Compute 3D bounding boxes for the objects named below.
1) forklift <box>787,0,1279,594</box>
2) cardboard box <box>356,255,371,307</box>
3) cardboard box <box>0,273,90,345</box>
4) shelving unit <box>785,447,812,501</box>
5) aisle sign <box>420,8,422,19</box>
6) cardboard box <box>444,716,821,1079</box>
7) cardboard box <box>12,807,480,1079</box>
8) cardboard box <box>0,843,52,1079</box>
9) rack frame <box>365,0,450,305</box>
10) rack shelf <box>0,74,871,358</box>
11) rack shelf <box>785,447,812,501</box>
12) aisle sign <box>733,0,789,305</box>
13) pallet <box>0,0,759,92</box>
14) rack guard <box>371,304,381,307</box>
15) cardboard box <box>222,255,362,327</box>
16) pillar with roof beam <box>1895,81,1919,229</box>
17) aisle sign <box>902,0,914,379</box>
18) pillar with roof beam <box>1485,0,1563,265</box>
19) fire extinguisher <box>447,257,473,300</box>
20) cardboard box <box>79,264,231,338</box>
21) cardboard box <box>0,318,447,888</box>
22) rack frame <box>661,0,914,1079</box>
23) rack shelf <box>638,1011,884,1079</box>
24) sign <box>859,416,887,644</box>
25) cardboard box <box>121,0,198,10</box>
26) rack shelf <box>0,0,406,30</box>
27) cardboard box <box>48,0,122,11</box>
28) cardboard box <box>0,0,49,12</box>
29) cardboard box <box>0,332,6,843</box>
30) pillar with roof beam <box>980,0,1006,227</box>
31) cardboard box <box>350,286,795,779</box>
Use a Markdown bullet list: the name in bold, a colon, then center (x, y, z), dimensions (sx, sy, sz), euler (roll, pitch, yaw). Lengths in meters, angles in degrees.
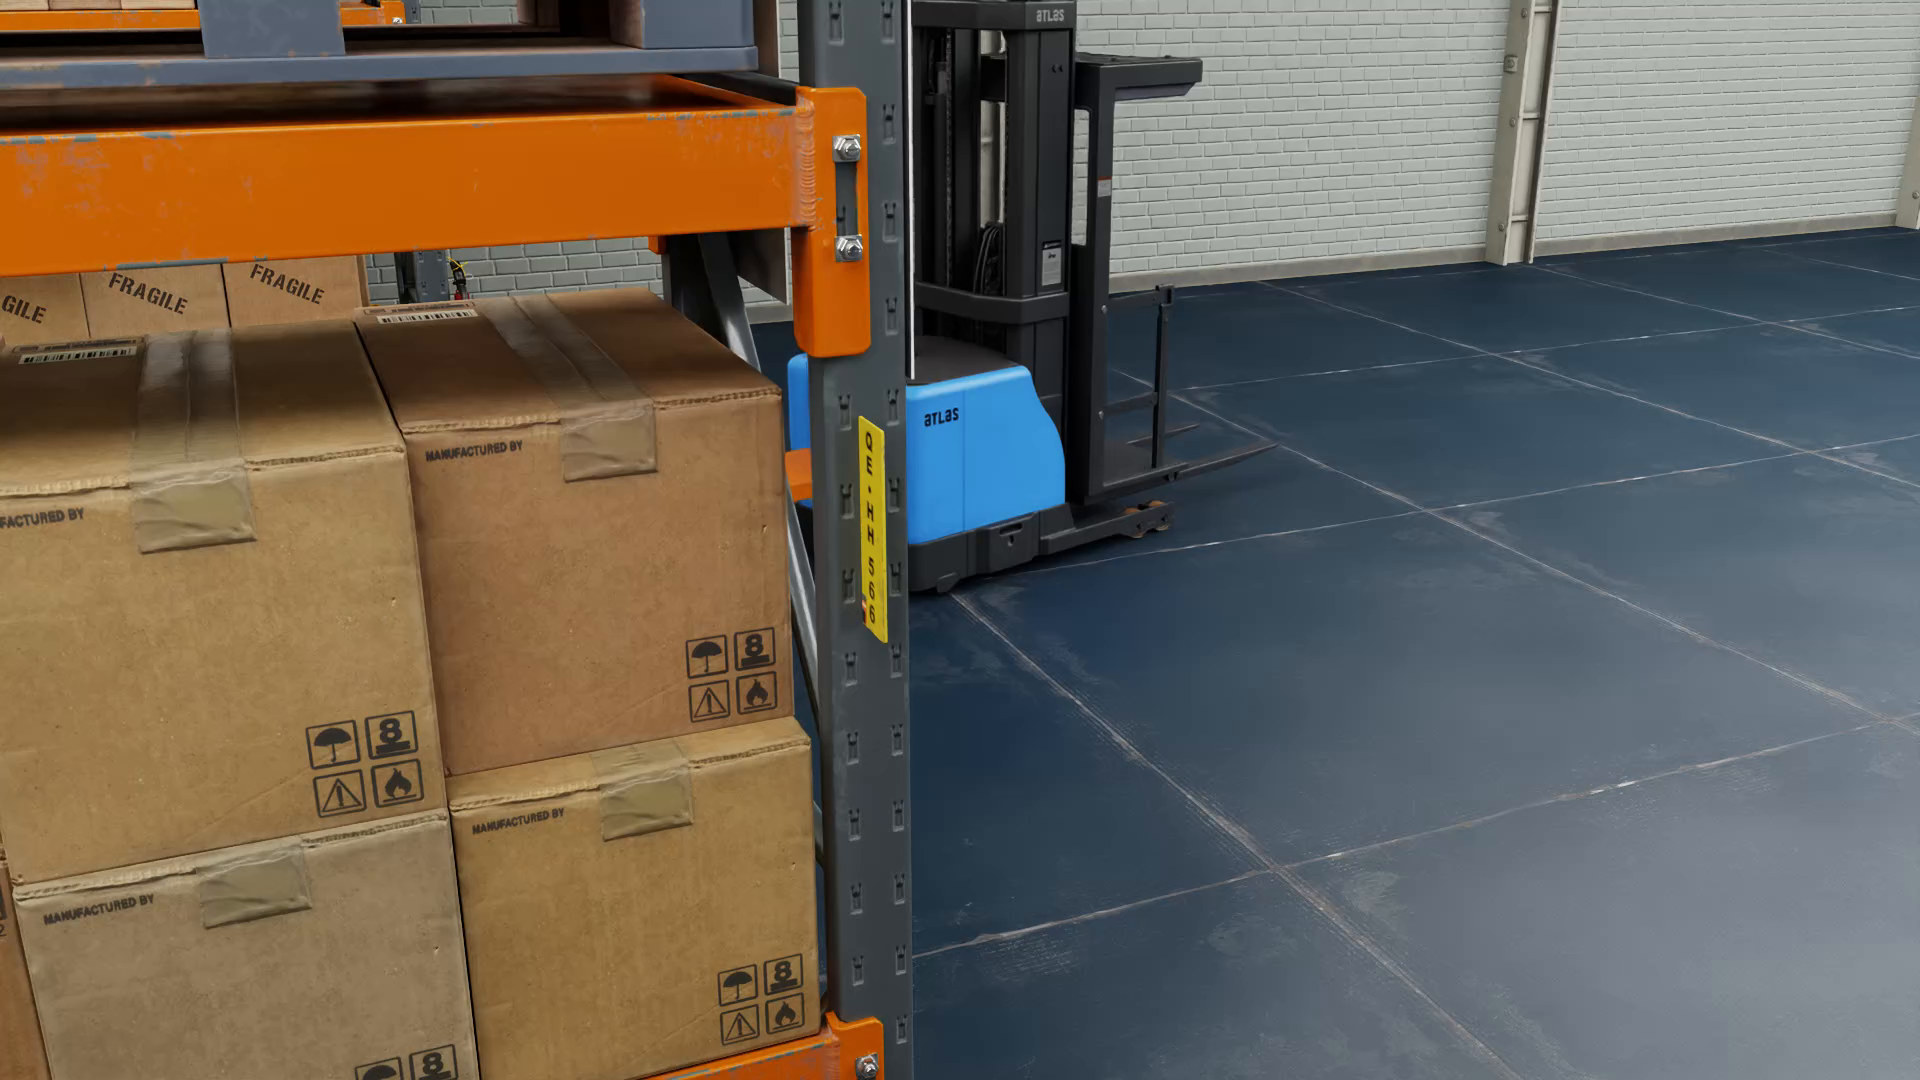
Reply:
- **forklift**: center (0.553, -1.507, 8.888), dimensions (3.031, 2.935, 1.130), euler (-16, 25, -38)
- **cardboard box**: center (-2.930, -1.230, 7.400), dimensions (0.500, 0.500, 0.500), euler (-8, 21, -23)
- **cardboard box**: center (-3.696, -0.923, 6.529), dimensions (0.500, 0.500, 0.500), euler (-8, 21, -22)
- **shelving unit**: center (-1.027, -0.392, 7.818), dimensions (1.083, 1.500, 0.587), euler (-13, 23, -25)
- **aisle sign**: center (-2.213, -2.166, 6.743), dimensions (0.004, 0.787, 0.394), euler (-8, 21, -22)
- **cardboard box**: center (-0.654, 0.468, 2.951), dimensions (0.550, 0.550, 0.875), euler (-8, 21, -22)
- **cardboard box**: center (-1.150, 0.547, 2.726), dimensions (0.550, 0.550, 0.875), euler (-8, 21, -22)
- **cardboard box**: center (-1.714, 0.582, 2.626), dimensions (0.550, 0.550, 0.875), euler (-8, 21, -22)
- **rack frame**: center (-2.385, -1.020, 7.403), dimensions (0.127, 3.000, 1.000), euler (-8, 21, -22)
- **rack shelf**: center (-2.168, -0.336, 2.028), dimensions (4.000, 0.370, 1.077), euler (-8, 21, -22)
- **rack shelf**: center (-1.012, -0.225, 7.885), dimensions (1.000, 0.185, 0.538), euler (-13, 23, -25)
- **aisle sign**: center (-0.385, -0.851, 3.008), dimensions (0.004, 0.787, 0.394), euler (-8, 21, -22)
- **pallet**: center (-1.008, -0.796, 2.384), dimensions (1.213, 0.211, 1.003), euler (-8, 21, -22)
- **rack guard**: center (-4.332, -1.358, 12.125), dimensions (0.348, 0.500, 1.175), euler (-8, 21, -22)
- **cardboard box**: center (-2.774, -1.052, 6.896), dimensions (0.500, 0.500, 0.500), euler (-9, 21, -23)
- **pillar with roof beam**: center (12.882, -6.601, 14.221), dimensions (0.400, 9.000, 9.100), euler (-8, 21, -22)
- **aisle sign**: center (-0.147, -0.668, 2.489), dimensions (0.004, 0.787, 0.394), euler (-8, 21, -22)
- **pillar with roof beam**: center (7.373, -5.812, 11.980), dimensions (0.400, 9.000, 9.100), euler (-8, 21, -22)
- **fire extinguisher**: center (-2.097, -0.858, 7.060), dimensions (0.183, 0.674, 0.296), euler (-8, 21, -22)
- **cardboard box**: center (-3.236, -0.988, 6.713), dimensions (0.500, 0.500, 0.500), euler (-8, 21, -22)
- **cardboard box**: center (-1.156, 0.033, 2.559), dimensions (0.550, 0.550, 0.875), euler (-8, 21, -22)
- **rack frame**: center (-0.330, 0.477, 3.151), dimensions (0.053, 2.616, 0.949), euler (-8, 21, -22)
- **rack shelf**: center (-2.168, 1.078, 2.526), dimensions (4.000, 0.370, 1.077), euler (-8, 21, -22)
- **sign**: center (-0.129, -0.015, 2.447), dimensions (0.005, 0.325, 0.100), euler (-8, 21, -22)
- **cardboard box**: center (-3.075, -2.117, 6.380), dimensions (0.250, 0.149, 0.380), euler (-7, 21, -20)
- **rack shelf**: center (-4.221, -1.833, 6.277), dimensions (4.000, 0.370, 1.077), euler (-8, 21, -22)
- **cardboard box**: center (-3.334, -2.104, 6.343), dimensions (0.250, 0.149, 0.380), euler (-8, 21, -21)
- **cardboard box**: center (-3.544, -2.057, 6.209), dimensions (0.250, 0.149, 0.380), euler (-8, 21, -22)
- **cardboard box**: center (-1.724, 0.066, 2.467), dimensions (0.550, 0.550, 0.875), euler (-8, 21, -22)
- **pillar with roof beam**: center (1.864, -5.023, 9.738), dimensions (0.400, 9.000, 9.100), euler (-8, 21, -22)
- **cardboard box**: center (-0.687, -0.067, 2.844), dimensions (0.550, 0.550, 0.875), euler (-8, 21, -22)
